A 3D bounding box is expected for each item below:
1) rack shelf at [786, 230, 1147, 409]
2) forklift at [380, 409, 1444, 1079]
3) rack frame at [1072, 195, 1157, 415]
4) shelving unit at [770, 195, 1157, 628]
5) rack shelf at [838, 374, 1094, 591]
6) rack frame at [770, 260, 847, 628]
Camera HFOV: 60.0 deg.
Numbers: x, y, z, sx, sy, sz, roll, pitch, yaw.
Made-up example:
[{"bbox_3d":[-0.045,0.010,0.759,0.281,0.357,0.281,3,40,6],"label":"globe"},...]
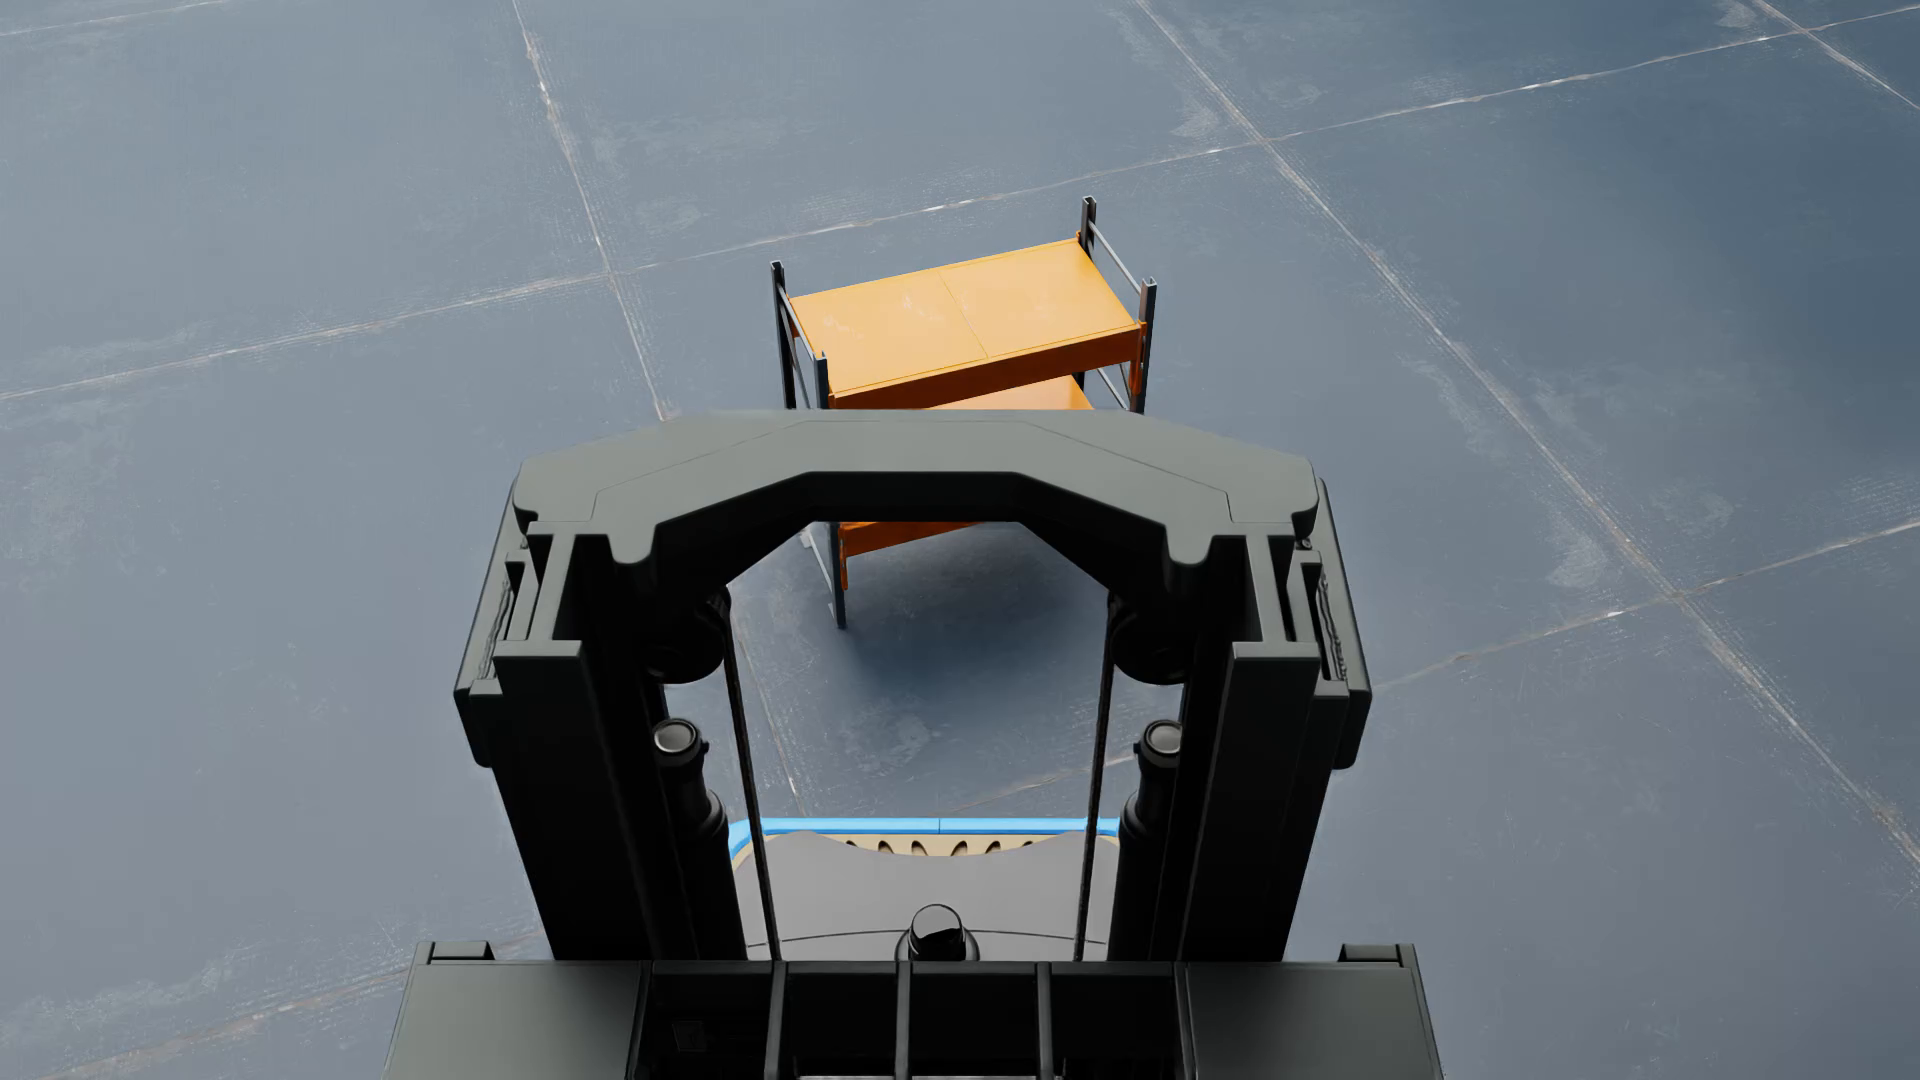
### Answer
[{"bbox_3d":[0.006,-0.605,5.146,1.000,0.278,0.538,-14,47,-14],"label":"rack shelf"},{"bbox_3d":[-0.049,1.377,2.308,1.130,2.935,3.031,0,45,0],"label":"forklift"},{"bbox_3d":[0.485,-0.521,5.475,0.032,1.125,0.500,-14,47,-14],"label":"rack frame"},{"bbox_3d":[0.006,-0.399,5.353,1.048,1.125,0.538,-14,47,-14],"label":"shelving unit"},{"bbox_3d":[0.006,-0.226,5.526,1.000,0.278,0.538,-14,47,-14],"label":"rack shelf"},{"bbox_3d":[-0.472,-0.276,5.231,0.032,1.125,0.500,-14,47,-14],"label":"rack frame"}]
